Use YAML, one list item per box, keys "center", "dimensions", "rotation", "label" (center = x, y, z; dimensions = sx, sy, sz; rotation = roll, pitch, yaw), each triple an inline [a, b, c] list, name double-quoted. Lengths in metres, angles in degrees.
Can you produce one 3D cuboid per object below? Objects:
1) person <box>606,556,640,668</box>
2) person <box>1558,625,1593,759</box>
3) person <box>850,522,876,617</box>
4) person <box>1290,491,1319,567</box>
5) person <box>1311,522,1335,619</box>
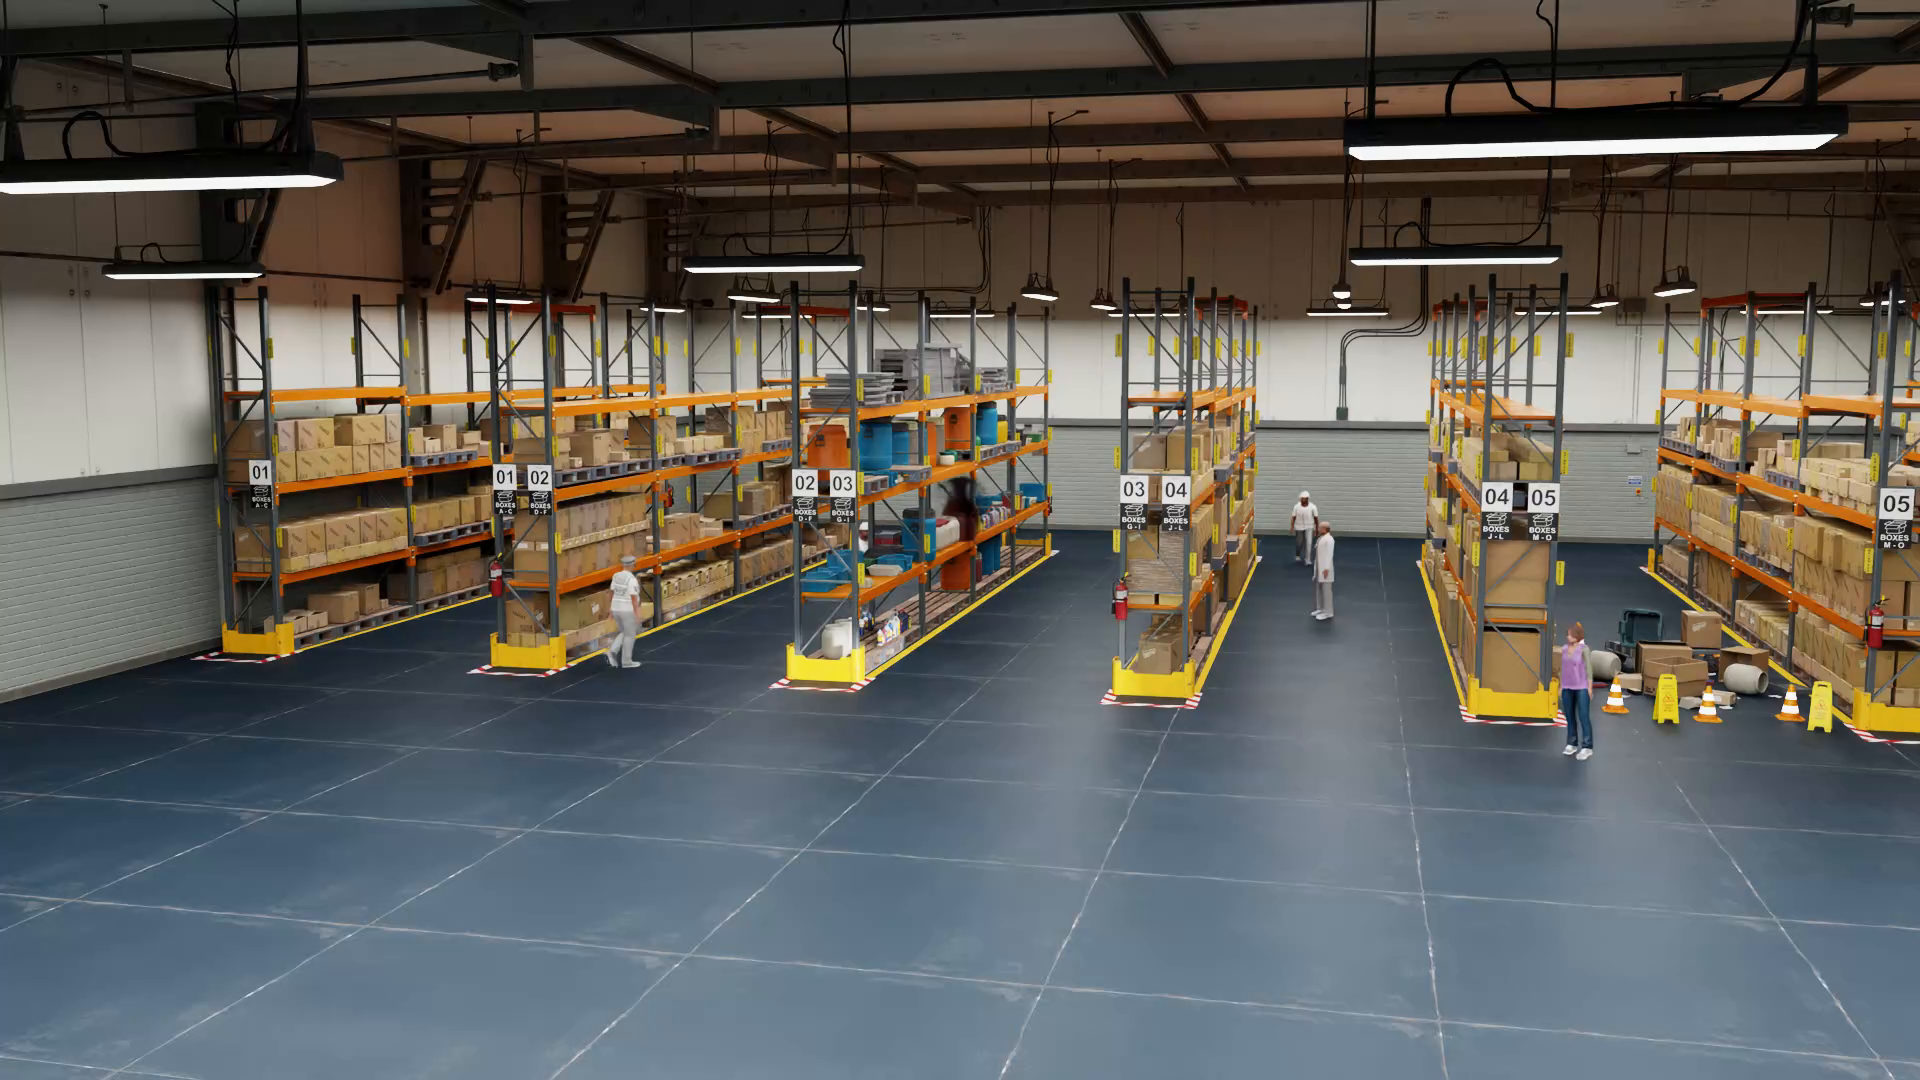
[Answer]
- center: [-5.254, 1.137, 26.083]
  dimensions: [0.474, 1.774, 0.577]
  rotation: [-6, 9, -44]
  label: "person"
- center: [7.589, 1.857, 20.515]
  dimensions: [0.399, 1.608, 0.511]
  rotation: [-5, 8, -36]
  label: "person"
- center: [-1.753, 0.583, 30.961]
  dimensions: [0.461, 1.821, 0.612]
  rotation: [6, 9, 43]
  label: "person"
- center: [7.975, -0.269, 38.507]
  dimensions: [0.670, 1.729, 0.998]
  rotation: [1, 7, 5]
  label: "person"
- center: [6.773, 0.557, 31.054]
  dimensions: [0.405, 1.802, 0.589]
  rotation: [-2, 7, -18]
  label: "person"
